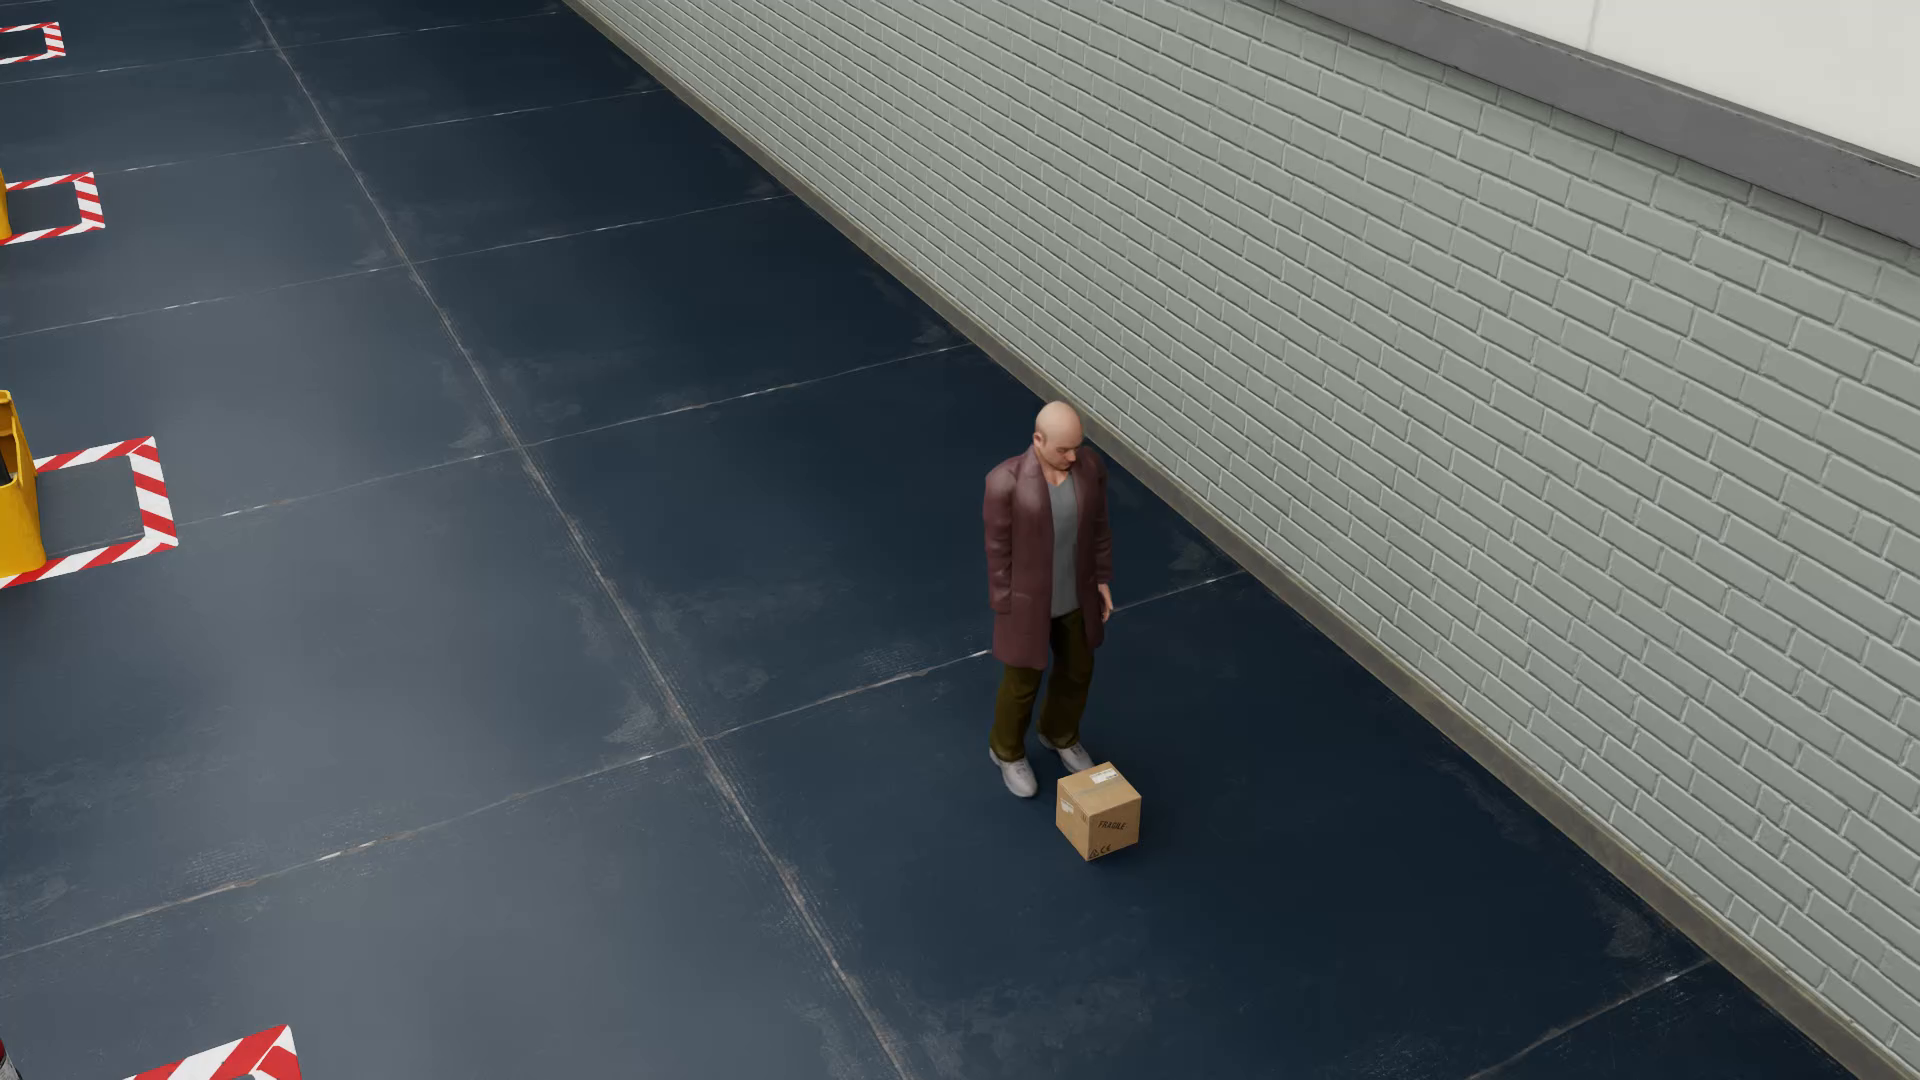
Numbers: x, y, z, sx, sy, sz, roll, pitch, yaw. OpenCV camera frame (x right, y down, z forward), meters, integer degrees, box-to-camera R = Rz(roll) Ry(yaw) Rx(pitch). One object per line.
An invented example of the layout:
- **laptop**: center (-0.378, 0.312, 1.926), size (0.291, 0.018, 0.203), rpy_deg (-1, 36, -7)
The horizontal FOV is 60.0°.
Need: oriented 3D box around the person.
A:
- **person**: center (0.381, 0.241, 6.795), size (0.565, 1.770, 0.370), rpy_deg (-15, 36, -22)
